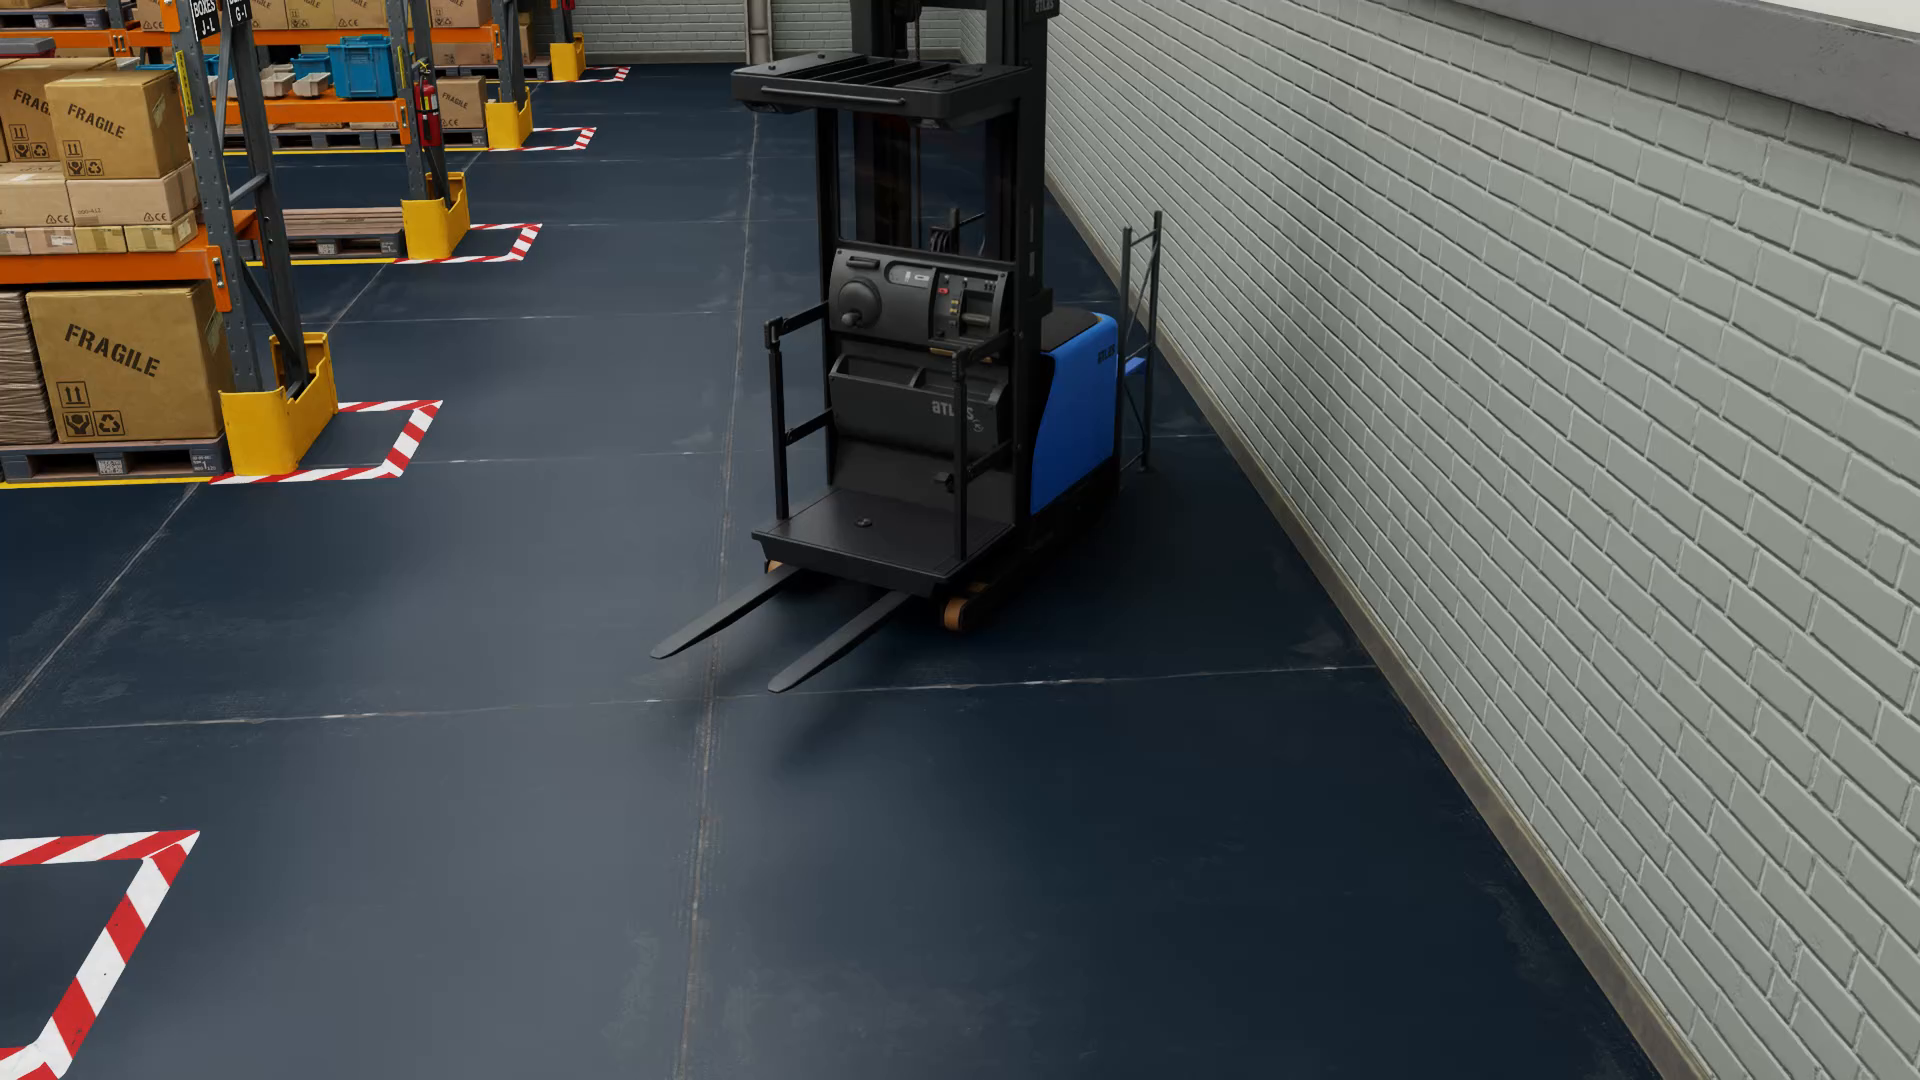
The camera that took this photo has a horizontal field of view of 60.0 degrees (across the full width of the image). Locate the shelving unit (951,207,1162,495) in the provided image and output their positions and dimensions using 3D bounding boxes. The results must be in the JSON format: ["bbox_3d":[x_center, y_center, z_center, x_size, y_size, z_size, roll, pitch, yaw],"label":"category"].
[{"bbox_3d":[0.525,-1.124,9.425,1.048,1.500,0.538,12,26,24],"label":"shelving unit"}]

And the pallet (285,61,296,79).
[{"bbox_3d":[-8.782,-6.548,23.222,1.213,0.211,1.003,-2,24,-5],"label":"pallet"}]

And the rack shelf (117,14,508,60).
[{"bbox_3d":[-7.066,-5.572,18.480,4.000,0.370,1.077,-2,24,-5],"label":"rack shelf"}]

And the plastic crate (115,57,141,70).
[{"bbox_3d":[-7.035,-3.779,13.631,0.530,0.282,0.437,-2,24,-5],"label":"plastic crate"}]

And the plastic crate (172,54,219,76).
[{"bbox_3d":[-6.479,-3.988,14.162,0.300,0.233,0.416,-2,24,-5],"label":"plastic crate"}]

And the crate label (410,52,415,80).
[{"bbox_3d":[-4.870,-4.053,14.308,0.303,0.233,0.416,-2,24,-5],"label":"crate label"}]

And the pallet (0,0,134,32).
[{"bbox_3d":[-9.862,-5.746,18.221,1.213,0.211,1.003,-2,24,-5],"label":"pallet"}]

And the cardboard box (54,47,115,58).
[{"bbox_3d":[-11.910,-6.882,22.670,0.750,0.750,0.750,-2,24,-5],"label":"cardboard box"}]

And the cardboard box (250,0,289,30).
[{"bbox_3d":[-7.515,-5.818,18.023,0.500,0.500,0.500,-2,24,-5],"label":"cardboard box"}]

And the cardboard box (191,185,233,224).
[{"bbox_3d":[-4.491,-1.981,9.824,0.250,0.149,0.380,-2,24,-5],"label":"cardboard box"}]

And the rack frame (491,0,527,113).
[{"bbox_3d":[-5.075,-5.981,18.513,0.127,3.000,1.000,-2,24,-5],"label":"rack frame"}]

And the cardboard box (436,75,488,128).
[{"bbox_3d":[-5.592,-4.919,18.659,0.500,0.500,0.500,-2,24,-5],"label":"cardboard box"}]

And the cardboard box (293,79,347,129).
[{"bbox_3d":[-7.187,-4.959,18.745,0.637,0.503,0.797,-2,24,-5],"label":"cardboard box"}]

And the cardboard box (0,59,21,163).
[{"bbox_3d":[-5.622,-2.434,9.428,0.500,0.500,0.500,-3,24,-7],"label":"cardboard box"}]

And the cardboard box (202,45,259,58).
[{"bbox_3d":[-10.181,-6.955,22.833,0.750,0.750,0.750,-2,24,-5],"label":"cardboard box"}]

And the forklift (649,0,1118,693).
[{"bbox_3d":[-0.304,-1.116,7.652,1.130,2.935,3.031,13,27,26],"label":"forklift"}]

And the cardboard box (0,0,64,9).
[{"bbox_3d":[-10.227,-6.077,18.090,0.500,0.500,0.700,1,24,3],"label":"cardboard box"}]

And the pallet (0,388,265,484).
[{"bbox_3d":[-4.893,-0.639,9.928,1.213,0.211,1.003,-2,24,-5],"label":"pallet"}]

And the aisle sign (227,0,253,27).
[{"bbox_3d":[-4.063,-3.289,9.256,0.004,0.787,0.394,-2,24,-5],"label":"aisle sign"}]

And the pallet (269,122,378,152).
[{"bbox_3d":[-7.156,-4.624,18.894,1.213,0.211,1.003,-2,24,-5],"label":"pallet"}]

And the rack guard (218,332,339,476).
[{"bbox_3d":[-4.081,-0.836,10.014,0.348,0.500,1.175,-2,24,-5],"label":"rack guard"}]

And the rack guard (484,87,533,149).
[{"bbox_3d":[-5.151,-4.836,19.014,0.348,0.500,1.175,-2,24,-5],"label":"rack guard"}]

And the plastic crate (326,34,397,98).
[{"bbox_3d":[-4.907,-3.933,13.789,0.499,0.435,0.616,-2,24,-5],"label":"plastic crate"}]

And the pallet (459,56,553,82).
[{"bbox_3d":[-6.354,-6.645,23.441,1.213,0.211,1.003,-2,24,-5],"label":"pallet"}]

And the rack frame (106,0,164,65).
[{"bbox_3d":[-9.056,-5.821,18.154,0.127,3.000,1.000,-2,24,-5],"label":"rack frame"}]

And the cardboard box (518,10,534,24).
[{"bbox_3d":[-6.148,-7.347,23.348,0.250,0.149,0.380,-2,24,-5],"label":"cardboard box"}]

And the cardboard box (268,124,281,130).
[{"bbox_3d":[-7.757,-4.696,18.568,0.250,0.166,0.380,-2,24,-5],"label":"cardboard box"}]

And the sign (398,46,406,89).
[{"bbox_3d":[-4.522,-3.832,13.477,0.005,0.325,0.100,-2,24,-5],"label":"sign"}]

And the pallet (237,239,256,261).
[{"bbox_3d":[-6.628,-2.640,14.429,1.213,0.211,1.003,-2,24,-5],"label":"pallet"}]

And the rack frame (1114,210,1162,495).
[{"bbox_3d":[0.978,-1.031,9.215,0.032,1.500,0.500,12,26,24],"label":"rack frame"}]

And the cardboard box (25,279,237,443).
[{"bbox_3d":[-4.734,-1.140,9.720,0.875,0.875,0.875,-2,24,-5],"label":"cardboard box"}]

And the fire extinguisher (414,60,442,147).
[{"bbox_3d":[-4.397,-3.595,13.700,0.183,0.674,0.296,-2,24,-5],"label":"fire extinguisher"}]

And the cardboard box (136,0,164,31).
[{"bbox_3d":[-8.522,-5.777,17.932,0.500,0.500,0.500,-2,24,-4],"label":"cardboard box"}]

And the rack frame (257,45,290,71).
[{"bbox_3d":[-9.547,-7.823,22.658,0.127,3.000,1.000,-2,24,-5],"label":"rack frame"}]

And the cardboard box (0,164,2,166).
[{"bbox_3d":[-5.573,-1.877,9.099,0.500,0.250,0.500,-3,24,-7],"label":"cardboard box"}]

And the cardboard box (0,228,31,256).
[{"bbox_3d":[-5.185,-1.684,9.156,0.250,0.149,0.380,-2,24,-4],"label":"cardboard box"}]

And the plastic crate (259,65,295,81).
[{"bbox_3d":[-5.873,-4.002,14.313,0.298,0.136,0.250,-2,24,-5],"label":"plastic crate"}]

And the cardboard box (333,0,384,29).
[{"bbox_3d":[-6.507,-5.859,18.116,0.500,0.500,0.500,-2,24,-5],"label":"cardboard box"}]

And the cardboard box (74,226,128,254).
[{"bbox_3d":[-4.686,-1.704,9.199,0.250,0.149,0.380,-2,24,-5],"label":"cardboard box"}]

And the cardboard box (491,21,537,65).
[{"bbox_3d":[-6.253,-6.964,23.286,0.500,0.500,0.700,-2,24,-5],"label":"cardboard box"}]

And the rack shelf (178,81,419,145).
[{"bbox_3d":[-6.583,-3.570,13.975,4.000,0.370,1.077,-2,24,-5],"label":"rack shelf"}]

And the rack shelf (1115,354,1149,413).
[{"bbox_3d":[0.524,-0.959,9.496,1.000,0.185,0.538,12,26,24],"label":"rack shelf"}]

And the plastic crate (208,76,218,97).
[{"bbox_3d":[-6.243,-3.734,13.708,0.250,0.136,0.298,-2,24,-5],"label":"plastic crate"}]

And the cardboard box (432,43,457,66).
[{"bbox_3d":[-7.251,-6.924,23.196,0.500,0.500,0.700,-3,24,-7],"label":"cardboard box"}]

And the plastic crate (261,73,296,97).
[{"bbox_3d":[-5.676,-3.774,13.799,0.243,0.136,0.396,-2,24,-5],"label":"plastic crate"}]

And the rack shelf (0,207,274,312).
[{"bbox_3d":[-6.096,-1.568,9.471,4.000,0.370,1.077,-2,24,-5],"label":"rack shelf"}]

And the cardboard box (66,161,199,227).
[{"bbox_3d":[-4.562,-1.918,9.190,0.500,0.250,0.500,-3,24,-6],"label":"cardboard box"}]

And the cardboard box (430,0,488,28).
[{"bbox_3d":[-5.494,-5.899,18.205,0.500,0.500,0.500,-2,24,-4],"label":"cardboard box"}]

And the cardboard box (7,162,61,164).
[{"bbox_3d":[-5.126,-2.111,9.624,0.500,0.250,0.500,-3,24,-6],"label":"cardboard box"}]
